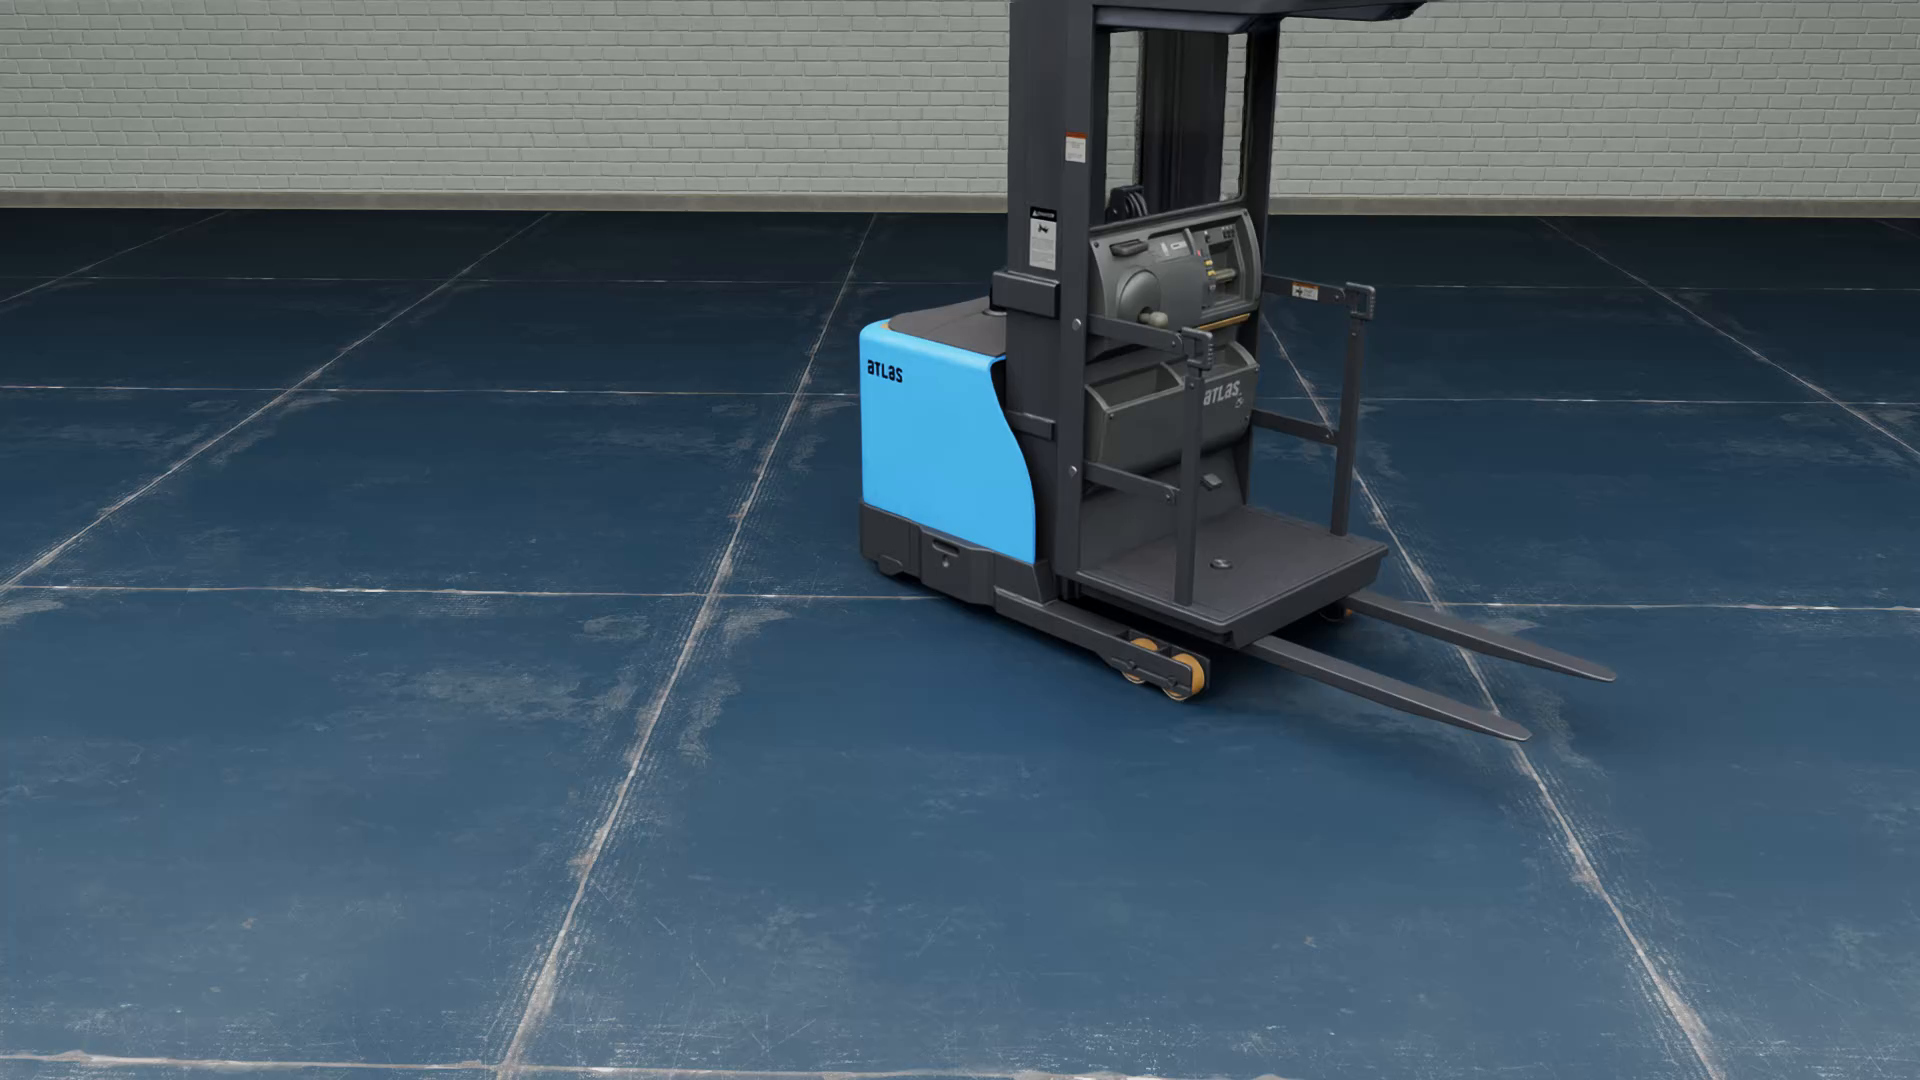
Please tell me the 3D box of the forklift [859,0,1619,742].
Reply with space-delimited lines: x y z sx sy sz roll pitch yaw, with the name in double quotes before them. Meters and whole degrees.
"forklift" 0.962 -0.996 6.043 1.130 2.935 3.031 -20 29 -41
